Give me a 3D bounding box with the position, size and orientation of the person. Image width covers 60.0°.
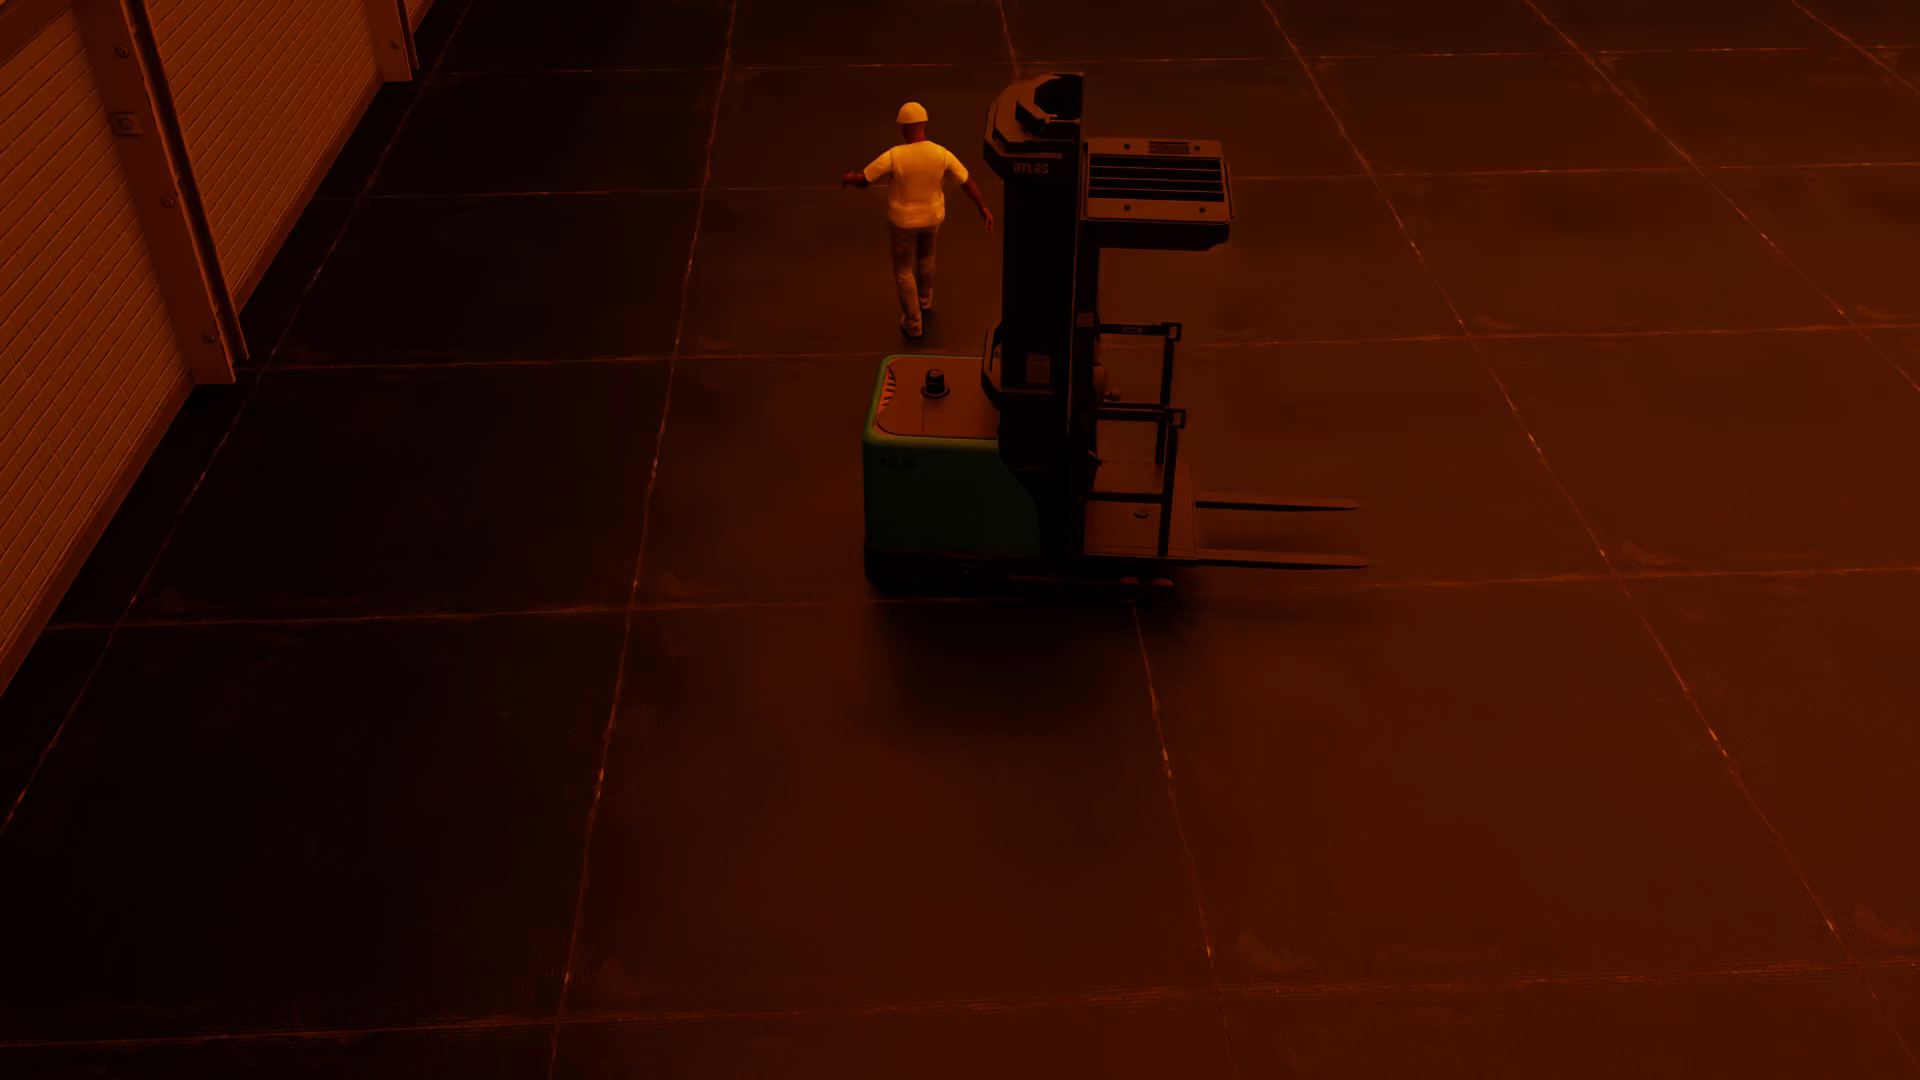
[{"bbox_3d":[-0.308,-2.437,12.386,1.033,1.749,0.740,-10,37,-13],"label":"person"}]

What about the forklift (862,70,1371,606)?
[{"bbox_3d":[0.966,-1.119,9.547,3.031,2.935,1.130,3,36,4],"label":"forklift"}]
